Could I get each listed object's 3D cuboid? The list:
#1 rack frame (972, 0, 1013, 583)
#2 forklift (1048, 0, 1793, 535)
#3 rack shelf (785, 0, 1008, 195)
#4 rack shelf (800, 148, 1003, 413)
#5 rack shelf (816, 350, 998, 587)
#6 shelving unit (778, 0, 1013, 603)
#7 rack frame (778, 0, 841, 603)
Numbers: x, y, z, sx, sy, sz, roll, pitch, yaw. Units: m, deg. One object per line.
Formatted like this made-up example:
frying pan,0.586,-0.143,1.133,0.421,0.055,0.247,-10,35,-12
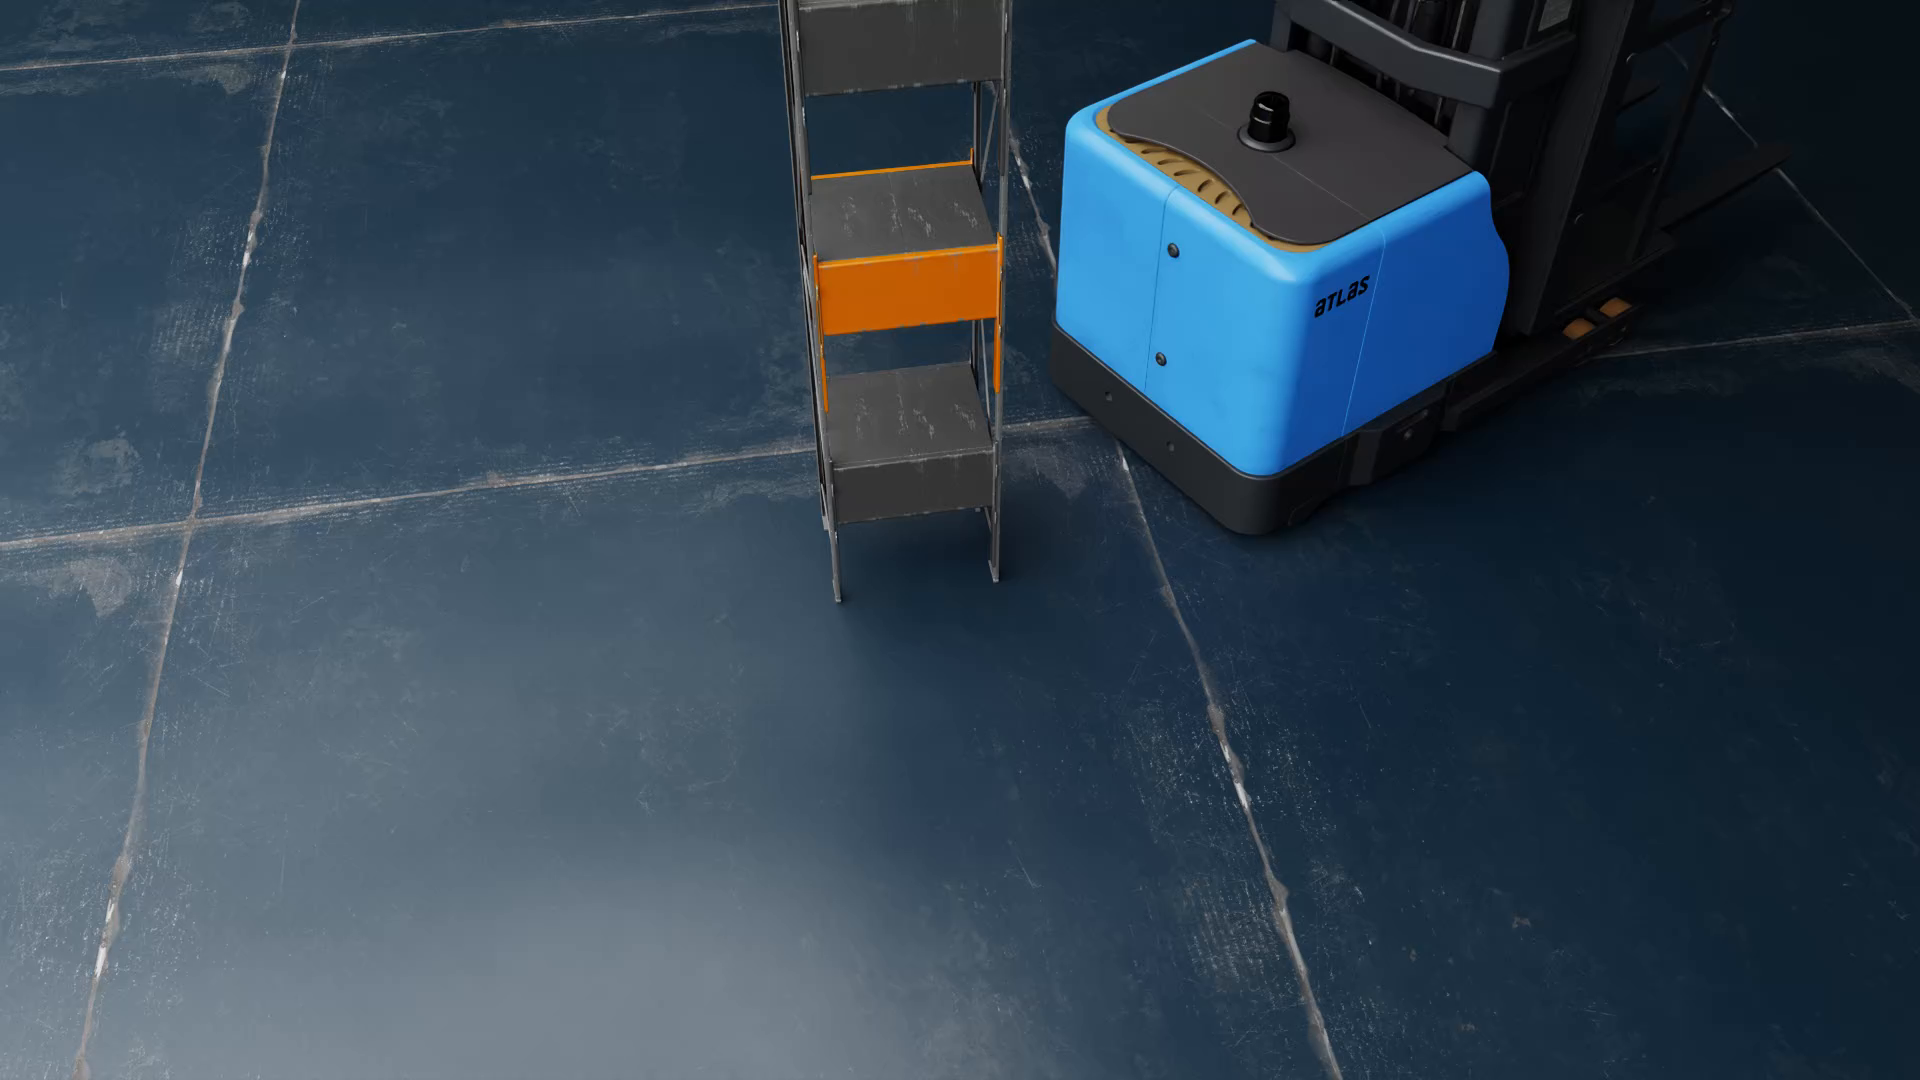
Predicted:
rack frame,0.077,-0.738,4.503,0.015,2.100,0.400,-7,46,-7
forklift,1.789,-1.905,5.050,3.031,2.935,1.130,-28,52,-24
rack shelf,-0.163,-1.184,3.980,0.480,0.518,0.431,-7,46,-7
rack shelf,-0.163,-0.699,4.484,0.480,0.518,0.431,-7,46,-7
rack shelf,-0.163,-0.213,4.988,0.480,0.518,0.431,-7,46,-7
shelving unit,-0.163,-0.708,4.474,0.503,2.100,0.431,-7,46,-7
rack frame,-0.404,-0.678,4.445,0.015,2.100,0.400,-7,46,-7
